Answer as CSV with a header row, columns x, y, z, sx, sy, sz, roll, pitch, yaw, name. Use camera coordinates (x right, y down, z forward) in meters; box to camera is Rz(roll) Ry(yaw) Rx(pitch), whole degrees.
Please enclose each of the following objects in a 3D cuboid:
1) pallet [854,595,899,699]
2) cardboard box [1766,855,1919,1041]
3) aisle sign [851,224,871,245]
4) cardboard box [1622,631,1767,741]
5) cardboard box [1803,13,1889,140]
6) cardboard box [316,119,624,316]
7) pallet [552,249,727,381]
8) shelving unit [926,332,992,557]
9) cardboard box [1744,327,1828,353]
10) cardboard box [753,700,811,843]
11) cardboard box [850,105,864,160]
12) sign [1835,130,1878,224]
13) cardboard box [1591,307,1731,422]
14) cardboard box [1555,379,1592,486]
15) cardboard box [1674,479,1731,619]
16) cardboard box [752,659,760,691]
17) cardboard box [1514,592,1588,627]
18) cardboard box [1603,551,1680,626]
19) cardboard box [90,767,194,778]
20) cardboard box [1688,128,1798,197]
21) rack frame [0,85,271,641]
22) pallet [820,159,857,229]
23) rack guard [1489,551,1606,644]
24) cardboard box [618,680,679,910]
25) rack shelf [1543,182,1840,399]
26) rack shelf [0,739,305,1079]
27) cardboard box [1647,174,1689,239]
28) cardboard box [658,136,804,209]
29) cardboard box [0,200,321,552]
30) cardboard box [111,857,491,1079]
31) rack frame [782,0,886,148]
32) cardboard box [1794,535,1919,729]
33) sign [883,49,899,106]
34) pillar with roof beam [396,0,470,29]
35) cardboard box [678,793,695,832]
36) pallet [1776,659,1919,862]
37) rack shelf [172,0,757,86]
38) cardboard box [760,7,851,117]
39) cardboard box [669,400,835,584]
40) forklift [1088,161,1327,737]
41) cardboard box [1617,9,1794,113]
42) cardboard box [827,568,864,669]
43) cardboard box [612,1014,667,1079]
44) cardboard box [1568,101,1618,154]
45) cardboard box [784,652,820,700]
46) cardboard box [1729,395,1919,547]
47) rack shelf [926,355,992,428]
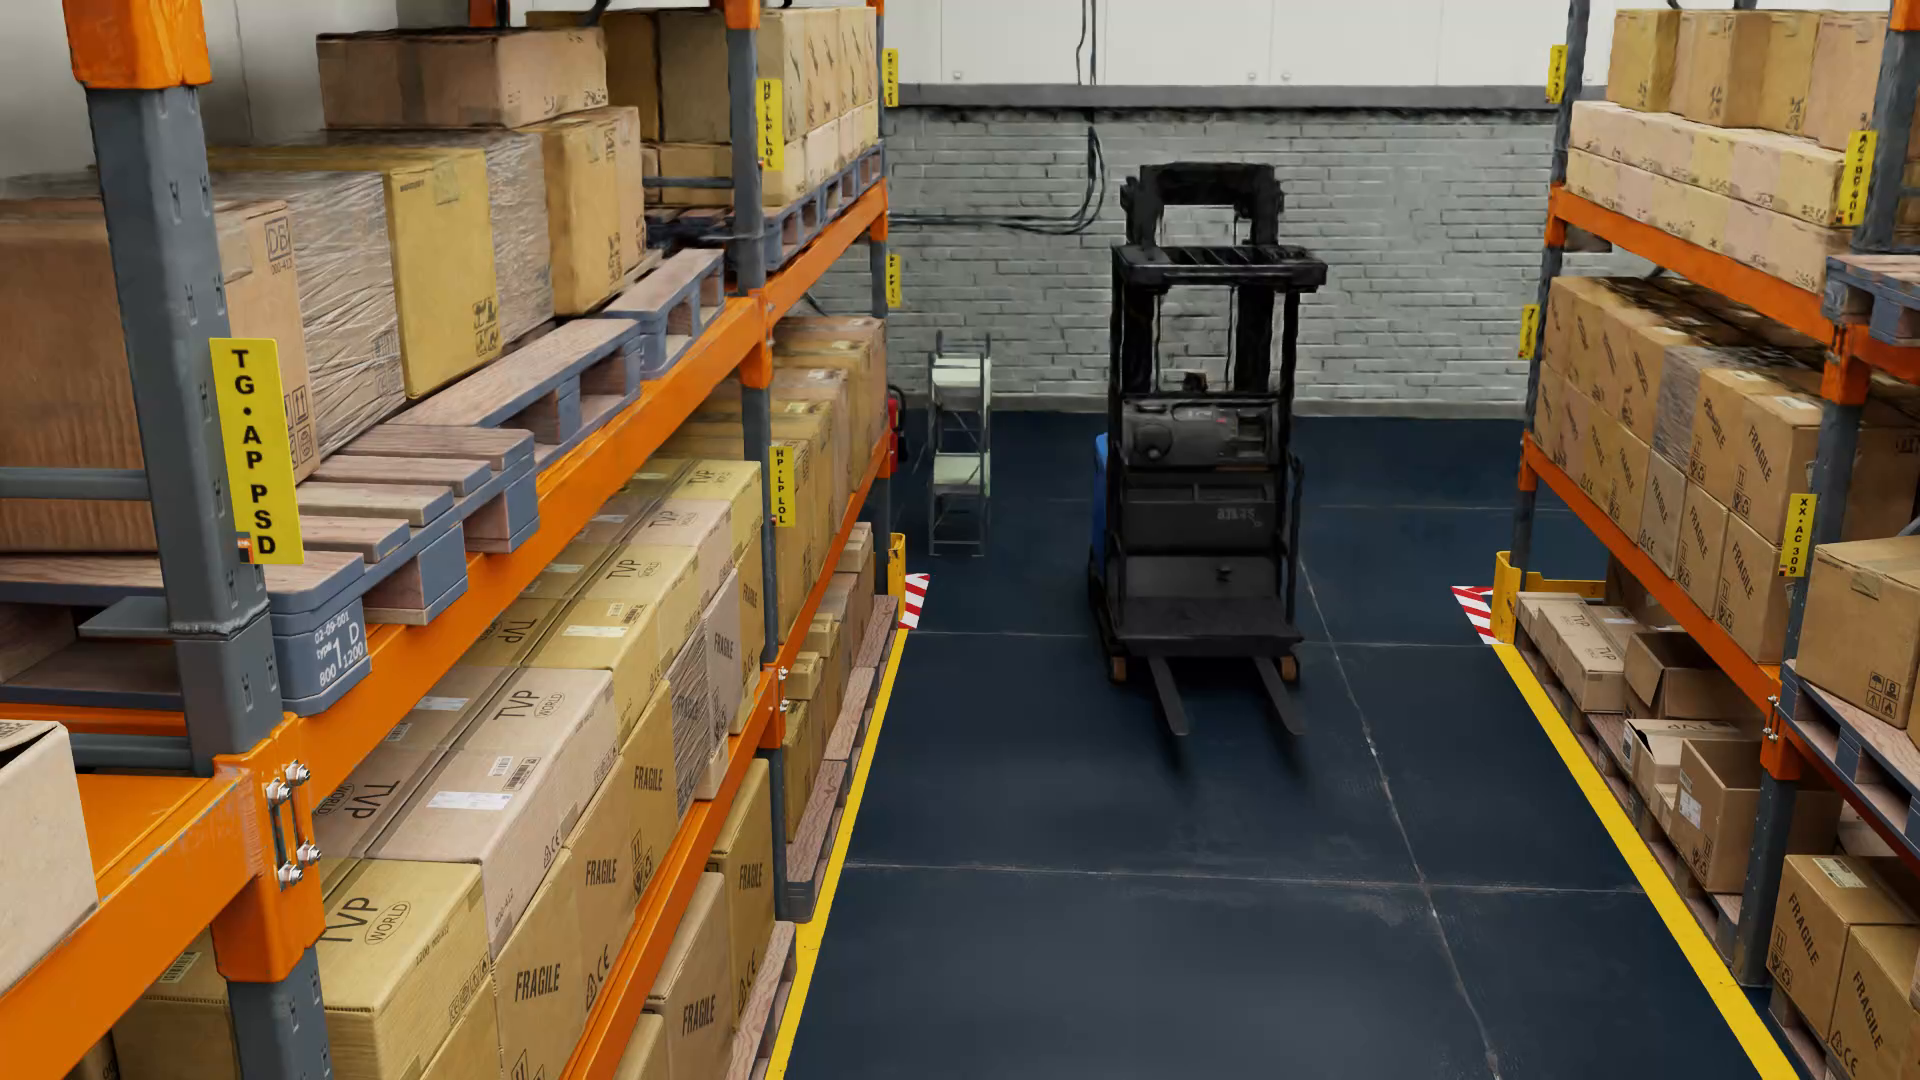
x,y,z,sx,sy,sz,roll,pitch,yaw,name
-0.933,0.628,10.167,1.003,0.211,1.213,1,18,4,pallet
3.423,1.528,6.250,0.500,0.500,0.500,0,18,1,cardboard box
-0.649,-2.198,10.139,0.394,0.787,0.004,1,18,4,aisle sign
3.830,0.798,8.472,0.797,0.503,0.637,1,18,4,cardboard box
3.875,-1.847,6.660,0.700,0.500,0.500,1,18,4,cardboard box
-1.388,-0.942,4.795,0.700,0.500,0.500,1,18,3,cardboard box
-1.257,-0.753,5.395,0.805,0.209,1.217,1,18,2,pallet
0.000,-0.711,12.183,0.431,1.500,0.755,1,18,4,shelving unit
4.125,-0.738,8.093,0.500,0.500,0.500,2,18,6,cardboard box
-1.084,1.054,7.730,0.700,0.500,0.500,2,18,5,cardboard box
-0.777,-2.153,8.766,0.500,0.250,0.500,1,18,2,cardboard box
3.159,-1.276,5.853,0.100,0.325,0.005,1,18,4,sign
3.622,-0.911,8.618,0.500,0.500,0.500,2,18,5,cardboard box
3.661,-0.593,9.255,0.500,0.500,0.500,1,18,3,cardboard box
3.516,0.036,7.335,0.500,0.500,0.500,2,18,5,cardboard box
-0.982,0.516,6.401,0.380,0.149,0.250,1,18,4,cardboard box
3.615,0.430,10.164,0.380,0.149,0.250,1,18,4,cardboard box
4.194,0.315,9.951,0.500,0.500,0.500,1,18,4,cardboard box
-1.713,0.675,3.670,0.500,0.250,0.500,1,18,2,cardboard box
3.542,-1.655,7.276,0.500,0.250,0.500,1,18,4,cardboard box
-1.527,-1.313,1.979,1.000,3.000,0.127,1,18,4,rack frame
-1.081,-1.720,8.180,1.003,0.211,1.213,1,18,4,pallet
3.982,0.374,10.479,1.175,0.500,0.348,1,18,4,rack guard
-1.124,0.716,4.752,0.500,0.500,0.500,2,18,5,cardboard box
3.844,-1.300,7.912,1.077,0.370,4.000,1,18,4,rack shelf
-1.670,1.075,0.663,1.077,0.370,4.000,1,18,4,rack shelf
3.585,-1.572,7.828,0.500,0.250,0.500,1,18,4,cardboard box
-0.928,-1.515,6.817,0.500,0.250,0.500,1,18,4,cardboard box
-1.550,-0.294,2.817,0.700,0.500,0.500,0,18,0,cardboard box
-1.235,0.839,3.172,0.500,0.250,0.500,2,18,5,cardboard box
-0.954,-3.798,9.562,1.000,3.000,0.127,1,18,4,rack frame
3.444,0.300,5.856,0.700,0.500,0.500,-5,19,-15,cardboard box
-0.413,-2.739,9.853,0.100,0.325,0.005,1,18,4,sign
2.241,-2.696,6.200,9.100,9.000,0.400,1,18,4,pillar with roof beam
-1.084,0.833,5.436,0.380,0.149,0.250,1,18,4,cardboard box
3.535,0.742,5.651,1.003,0.211,1.213,1,18,4,pallet
-1.384,-1.403,4.049,1.077,0.370,4.000,1,18,4,rack shelf
-0.810,-2.354,8.174,0.500,0.500,0.500,0,18,1,cardboard box
-1.127,-0.242,7.863,0.980,0.700,0.700,1,18,3,cardboard box
1.433,-0.641,9.673,1.130,2.935,3.031,0,18,-1,forklift
3.847,-2.472,8.568,0.700,0.500,0.500,1,18,4,cardboard box
-0.940,0.416,9.675,0.700,0.500,0.500,1,18,4,cardboard box
-1.274,1.862,4.701,0.750,0.750,0.750,1,18,4,cardboard box
3.691,-2.276,9.171,0.500,0.250,0.500,1,18,4,cardboard box
-0.878,0.643,7.942,0.380,0.149,0.250,2,18,6,cardboard box
3.479,-0.281,6.697,0.500,0.500,0.500,1,18,4,cardboard box
0.000,-1.081,12.062,0.431,0.370,0.720,1,18,4,rack shelf
